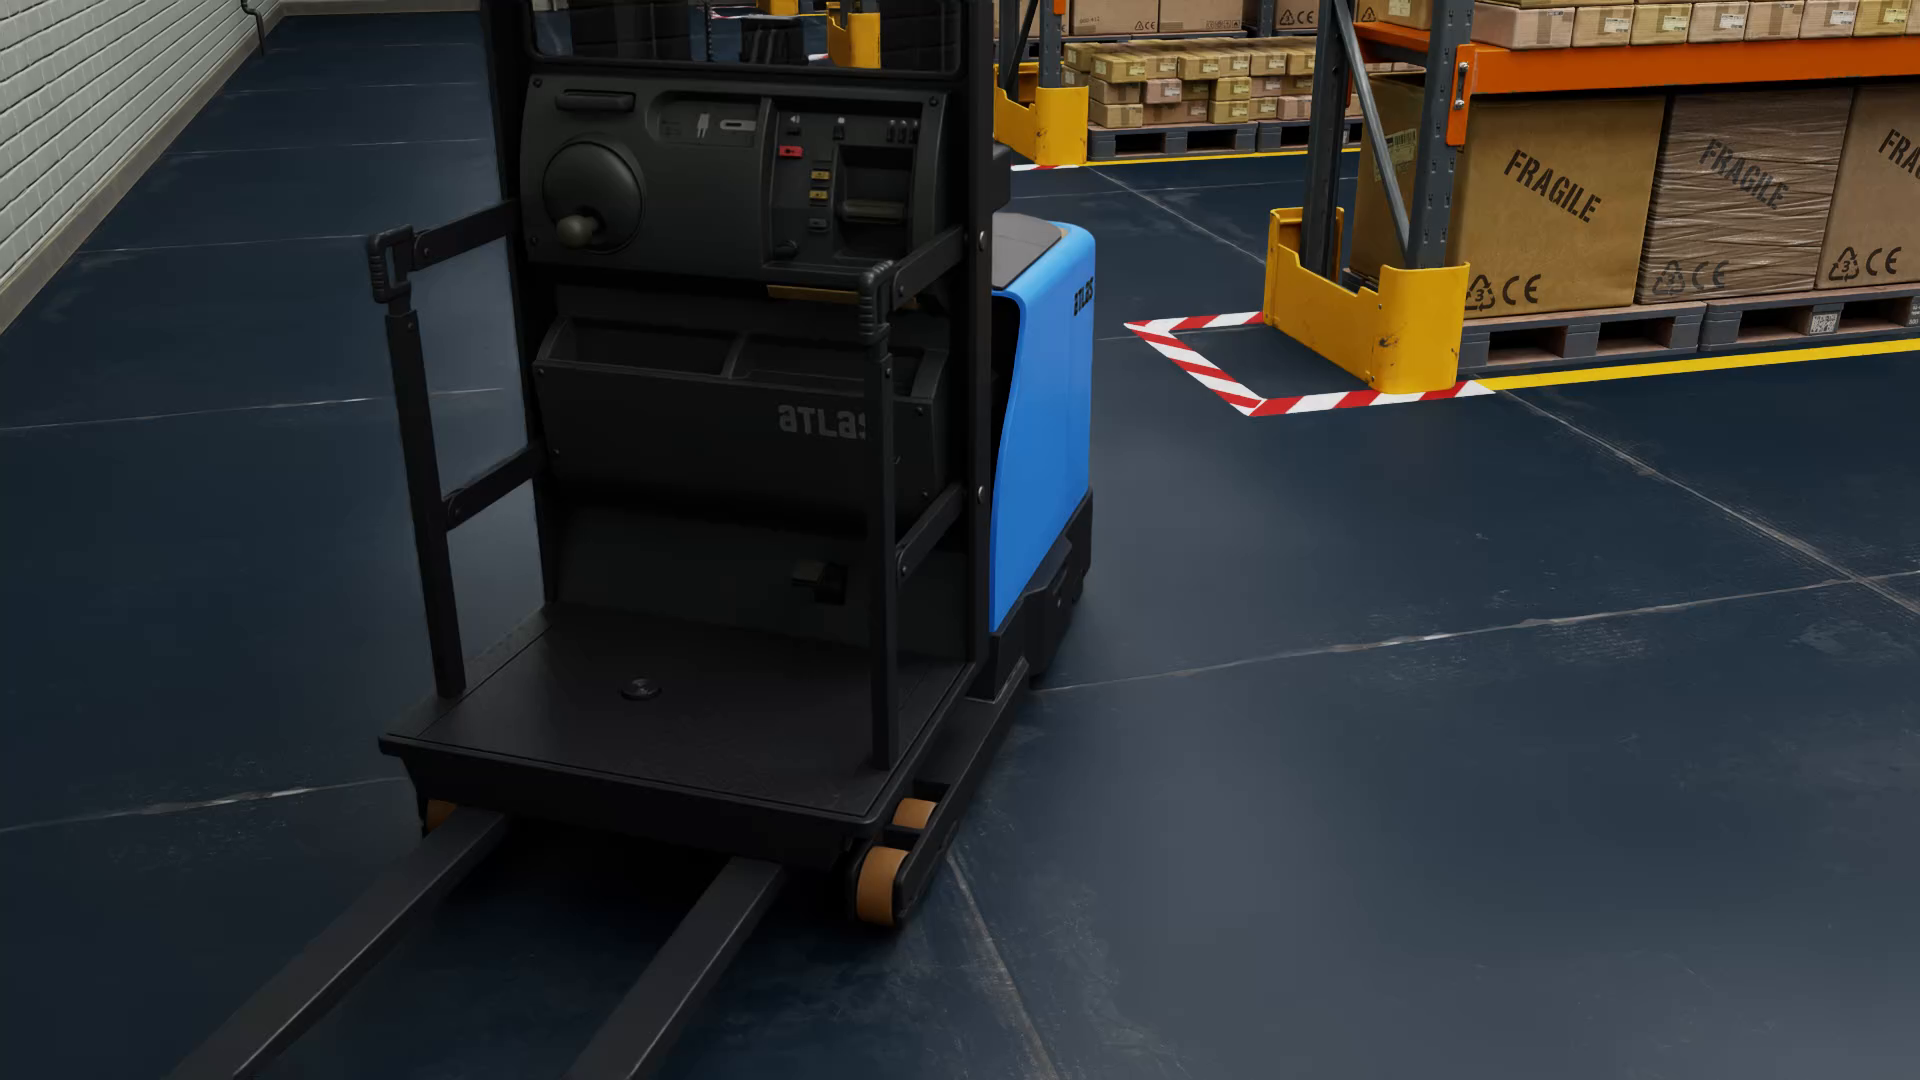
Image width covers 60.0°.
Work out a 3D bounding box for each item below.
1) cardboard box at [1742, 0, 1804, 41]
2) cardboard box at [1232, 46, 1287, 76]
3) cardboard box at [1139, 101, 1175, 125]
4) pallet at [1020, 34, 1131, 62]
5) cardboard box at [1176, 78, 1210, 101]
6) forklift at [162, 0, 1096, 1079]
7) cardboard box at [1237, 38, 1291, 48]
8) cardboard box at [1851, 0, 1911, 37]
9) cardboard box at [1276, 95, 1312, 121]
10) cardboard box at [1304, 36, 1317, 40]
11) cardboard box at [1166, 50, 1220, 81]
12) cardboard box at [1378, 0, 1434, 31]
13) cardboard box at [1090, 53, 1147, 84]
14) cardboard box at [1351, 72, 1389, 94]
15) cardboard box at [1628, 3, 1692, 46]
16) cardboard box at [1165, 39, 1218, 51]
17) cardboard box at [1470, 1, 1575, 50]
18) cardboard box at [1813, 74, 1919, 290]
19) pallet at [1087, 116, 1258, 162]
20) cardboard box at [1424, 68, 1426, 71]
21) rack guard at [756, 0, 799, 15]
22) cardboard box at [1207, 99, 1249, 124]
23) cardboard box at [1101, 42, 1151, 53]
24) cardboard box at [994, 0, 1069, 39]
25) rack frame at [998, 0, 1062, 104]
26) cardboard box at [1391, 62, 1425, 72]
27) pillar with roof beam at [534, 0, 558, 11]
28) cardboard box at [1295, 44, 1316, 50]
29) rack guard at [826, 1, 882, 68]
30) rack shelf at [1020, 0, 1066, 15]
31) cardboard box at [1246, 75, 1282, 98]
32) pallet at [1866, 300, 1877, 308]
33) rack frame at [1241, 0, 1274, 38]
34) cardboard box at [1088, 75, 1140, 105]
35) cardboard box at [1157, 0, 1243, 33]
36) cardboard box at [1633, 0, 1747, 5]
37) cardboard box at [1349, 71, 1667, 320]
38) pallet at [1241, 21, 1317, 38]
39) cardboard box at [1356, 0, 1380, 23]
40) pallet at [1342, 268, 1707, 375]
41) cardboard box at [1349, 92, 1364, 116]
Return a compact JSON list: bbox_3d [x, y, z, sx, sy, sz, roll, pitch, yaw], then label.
[{"bbox_3d":[3.129,-2.098,6.654,0.250,0.149,0.380,-7,24,-15],"label":"cardboard box"},{"bbox_3d":[2.059,-3.305,11.477,0.250,0.149,0.380,-5,24,-12],"label":"cardboard box"},{"bbox_3d":[1.287,-2.961,11.429,0.250,0.149,0.380,-6,24,-15],"label":"cardboard box"},{"bbox_3d":[0.953,-4.915,16.438,1.213,0.211,1.003,-6,24,-14],"label":"pallet"},{"bbox_3d":[1.531,-3.130,11.446,0.250,0.149,0.380,-6,24,-14],"label":"cardboard box"},{"bbox_3d":[-0.541,-0.730,3.234,1.130,2.935,3.031,7,24,16],"label":"forklift"},{"bbox_3d":[2.174,-3.514,11.963,0.250,0.149,0.380,-7,24,-16],"label":"cardboard box"},{"bbox_3d":[3.620,-2.152,6.781,0.250,0.149,0.380,-7,24,-16],"label":"cardboard box"},{"bbox_3d":[2.284,-3.032,11.596,0.250,0.149,0.380,-8,24,-17],"label":"cardboard box"},{"bbox_3d":[2.667,-3.564,12.080,0.250,0.149,0.380,-7,24,-17],"label":"cardboard box"},{"bbox_3d":[1.573,-3.221,11.281,0.250,0.149,0.380,-6,24,-15],"label":"cardboard box"},{"bbox_3d":[1.963,-2.238,6.981,0.250,0.149,0.380,-6,24,-13],"label":"cardboard box"},{"bbox_3d":[1.063,-3.168,11.157,0.250,0.149,0.380,-7,24,-17],"label":"cardboard box"},{"bbox_3d":[2.818,-3.262,11.755,0.250,0.149,0.380,-7,24,-17],"label":"cardboard box"},{"bbox_3d":[2.633,-2.043,6.527,0.250,0.149,0.380,-7,24,-16],"label":"cardboard box"},{"bbox_3d":[1.647,-3.478,11.880,0.250,0.149,0.380,-7,24,-16],"label":"cardboard box"},{"bbox_3d":[2.140,-1.988,6.398,0.250,0.149,0.380,-6,24,-14],"label":"cardboard box"},{"bbox_3d":[4.037,-1.698,7.565,0.875,0.875,0.875,-6,24,-14],"label":"cardboard box"},{"bbox_3d":[1.331,-2.885,11.705,1.213,0.211,1.003,-6,24,-14],"label":"pallet"},{"bbox_3d":[3.322,-3.318,11.884,0.250,0.149,0.380,-6,24,-14],"label":"cardboard box"},{"bbox_3d":[-2.239,-6.697,20.223,0.348,0.500,1.175,-6,24,-14],"label":"rack guard"},{"bbox_3d":[1.800,-2.976,11.464,0.250,0.149,0.380,-6,24,-14],"label":"cardboard box"},{"bbox_3d":[1.165,-3.399,11.695,0.250,0.149,0.380,-6,24,-13],"label":"cardboard box"},{"bbox_3d":[0.519,-5.178,16.230,0.875,0.438,0.875,-6,24,-13],"label":"cardboard box"},{"bbox_3d":[0.466,-4.085,10.966,0.127,3.000,1.000,-6,24,-14],"label":"rack frame"},{"bbox_3d":[3.066,-3.397,11.691,0.250,0.149,0.380,-8,24,-17],"label":"cardboard box"},{"bbox_3d":[-3.989,-9.015,14.848,0.400,9.000,9.100,-6,24,-14],"label":"pillar with roof beam"},{"bbox_3d":[2.541,-3.379,11.649,0.250,0.149,0.380,-6,24,-14],"label":"cardboard box"},{"bbox_3d":[-0.991,-4.802,15.807,0.348,0.500,1.175,-6,24,-14],"label":"rack guard"},{"bbox_3d":[2.392,-3.967,11.604,4.000,0.370,1.077,-6,24,-14],"label":"rack shelf"},{"bbox_3d":[2.037,-3.181,11.564,0.250,0.149,0.380,-7,24,-17],"label":"cardboard box"},{"bbox_3d":[4.807,-1.284,7.975,1.213,0.211,1.003,-6,24,-14],"label":"pallet"},{"bbox_3d":[2.883,-6.379,16.314,0.127,3.000,1.000,-6,24,-14],"label":"rack frame"},{"bbox_3d":[1.040,-3.063,11.289,0.250,0.149,0.380,-5,24,-12],"label":"cardboard box"},{"bbox_3d":[2.250,-5.369,16.675,0.875,0.438,0.875,-7,24,-15],"label":"cardboard box"},{"bbox_3d":[2.743,-2.265,6.538,0.500,0.250,0.500,-7,24,-15],"label":"cardboard box"},{"bbox_3d":[2.304,-1.506,7.118,0.875,0.875,0.875,-6,24,-14],"label":"cardboard box"},{"bbox_3d":[3.606,-5.209,17.122,1.213,0.211,1.003,-6,24,-14],"label":"pallet"},{"bbox_3d":[4.326,-5.792,17.105,0.875,0.875,0.875,-6,24,-13],"label":"cardboard box"},{"bbox_3d":[2.458,-1.024,7.370,1.213,0.211,1.003,-6,24,-14],"label":"pallet"},{"bbox_3d":[2.766,-3.110,11.777,0.250,0.149,0.380,-6,24,-13],"label":"cardboard box"}]
